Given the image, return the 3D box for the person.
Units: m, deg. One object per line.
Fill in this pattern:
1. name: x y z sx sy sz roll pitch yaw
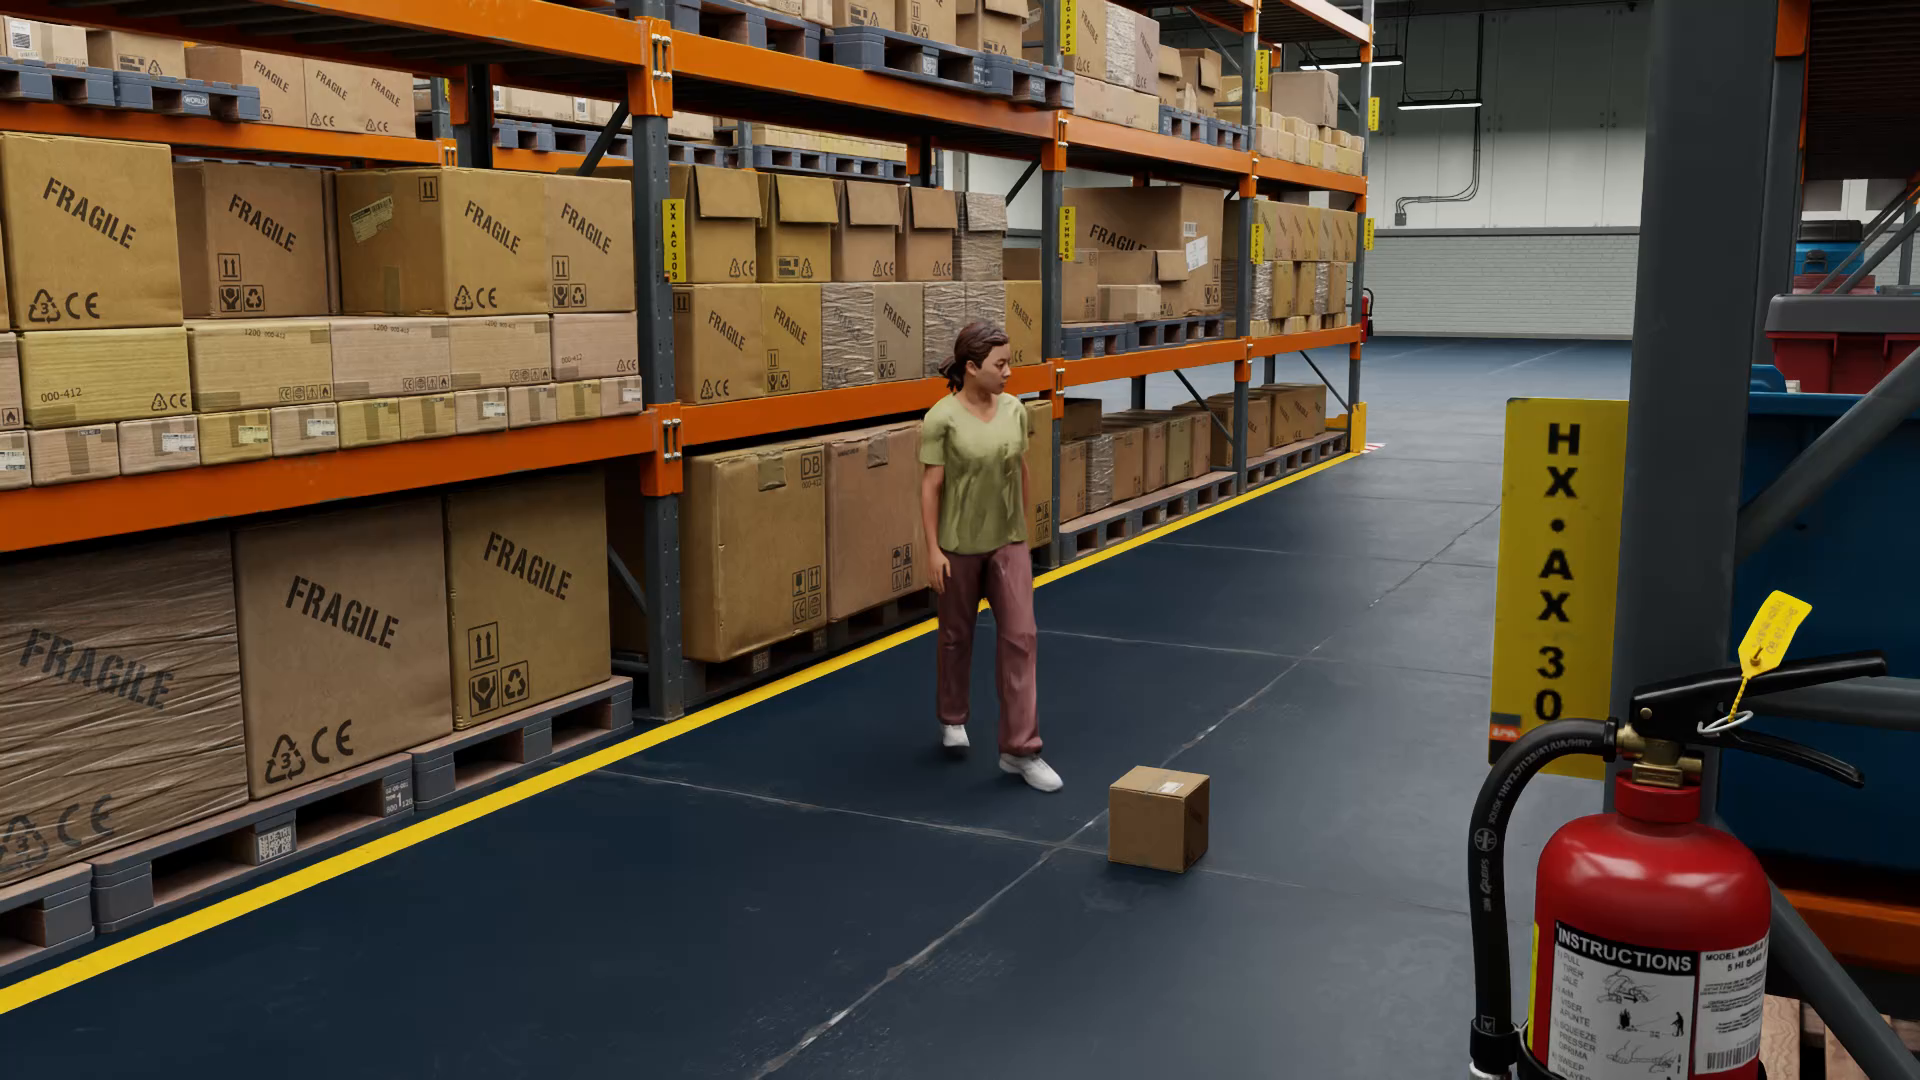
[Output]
1. person: 0.069 0.033 6.155 0.461 1.674 0.780 -3 10 -16
